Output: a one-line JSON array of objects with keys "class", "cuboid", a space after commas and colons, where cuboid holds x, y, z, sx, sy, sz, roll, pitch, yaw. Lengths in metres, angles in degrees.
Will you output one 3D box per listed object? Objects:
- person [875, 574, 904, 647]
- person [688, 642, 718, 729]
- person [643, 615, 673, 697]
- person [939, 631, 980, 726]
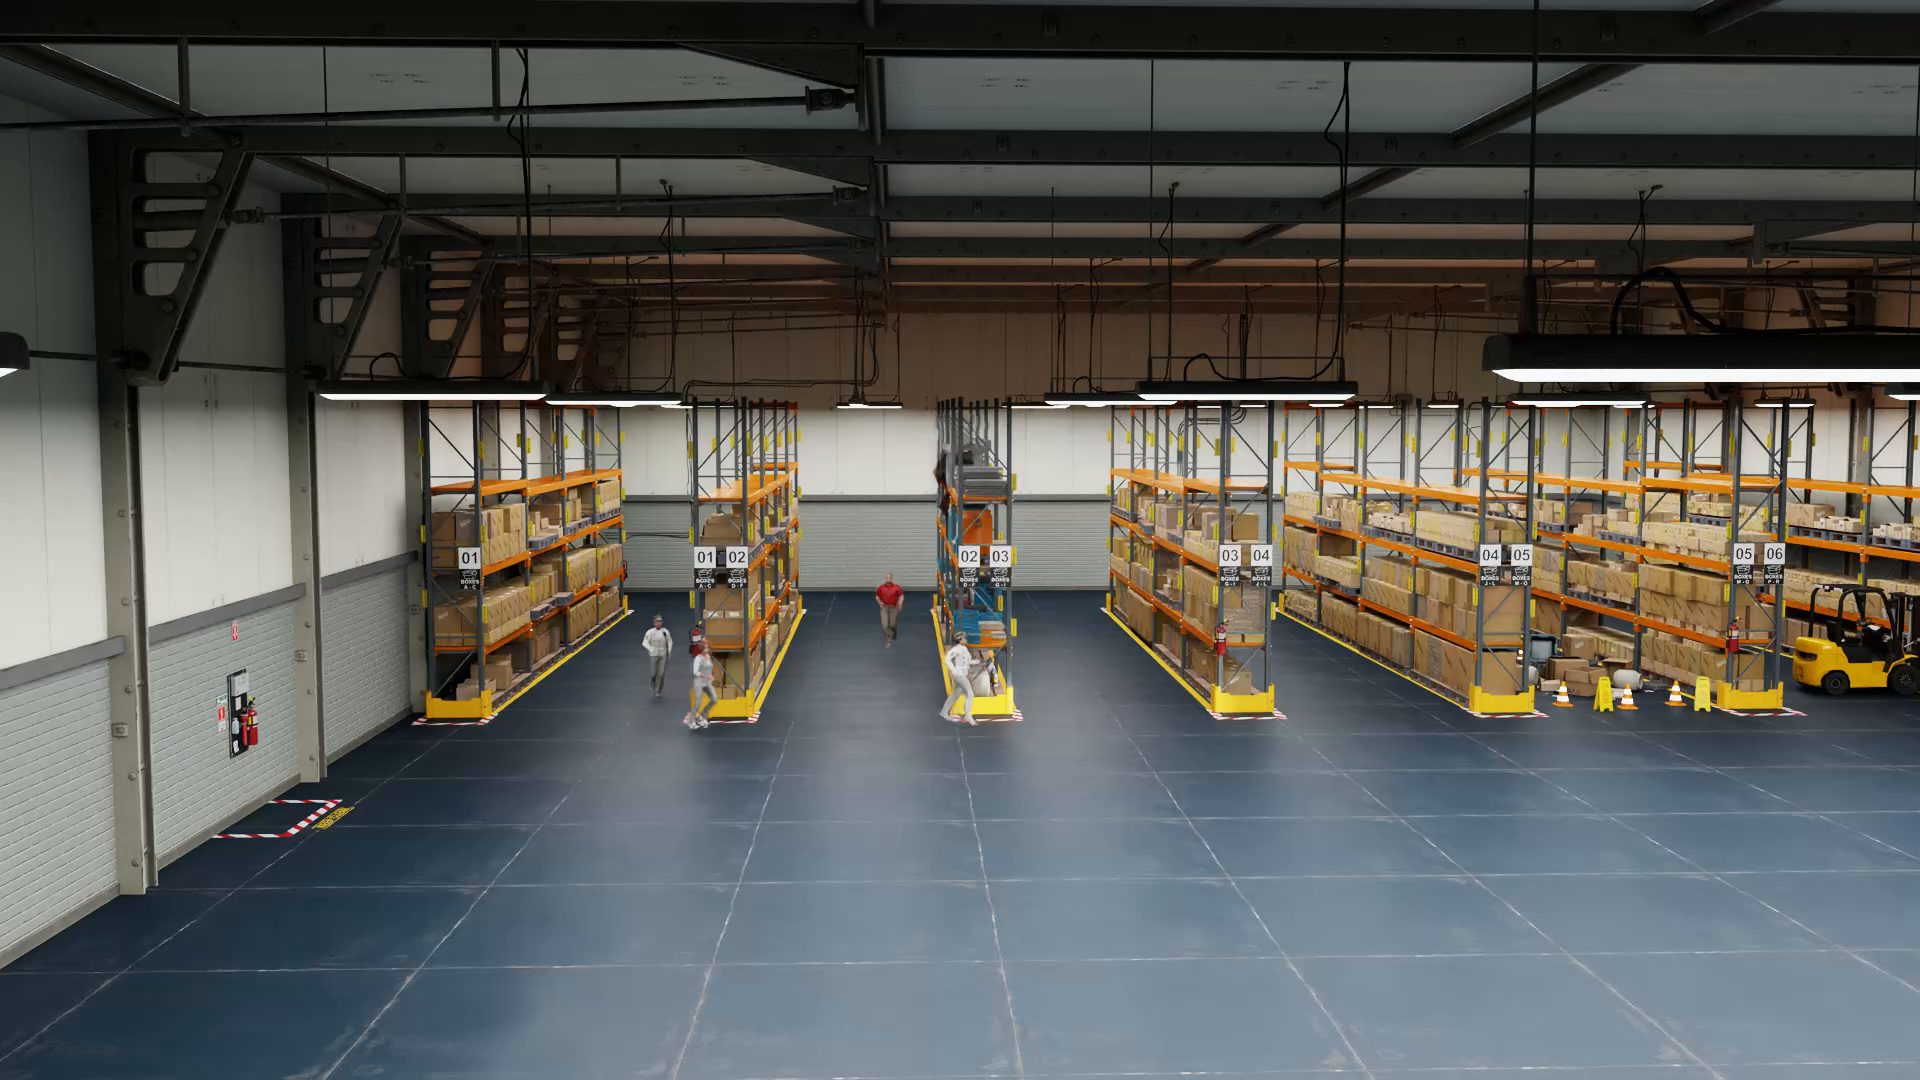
[{"class": "person", "cuboid": [-1.642, 1.624, 38.539, 0.665, 1.698, 0.603, 0, 4, 3]}, {"class": "person", "cuboid": [-4.601, 2.616, 29.943, 0.629, 1.567, 0.566, 3, 6, 37]}, {"class": "person", "cuboid": [-6.064, 2.317, 33.430, 0.609, 1.648, 0.611, -1, 5, -18]}, {"class": "person", "cuboid": [-0.012, 2.533, 30.466, 0.771, 1.751, 0.597, 1, 4, 11]}]
